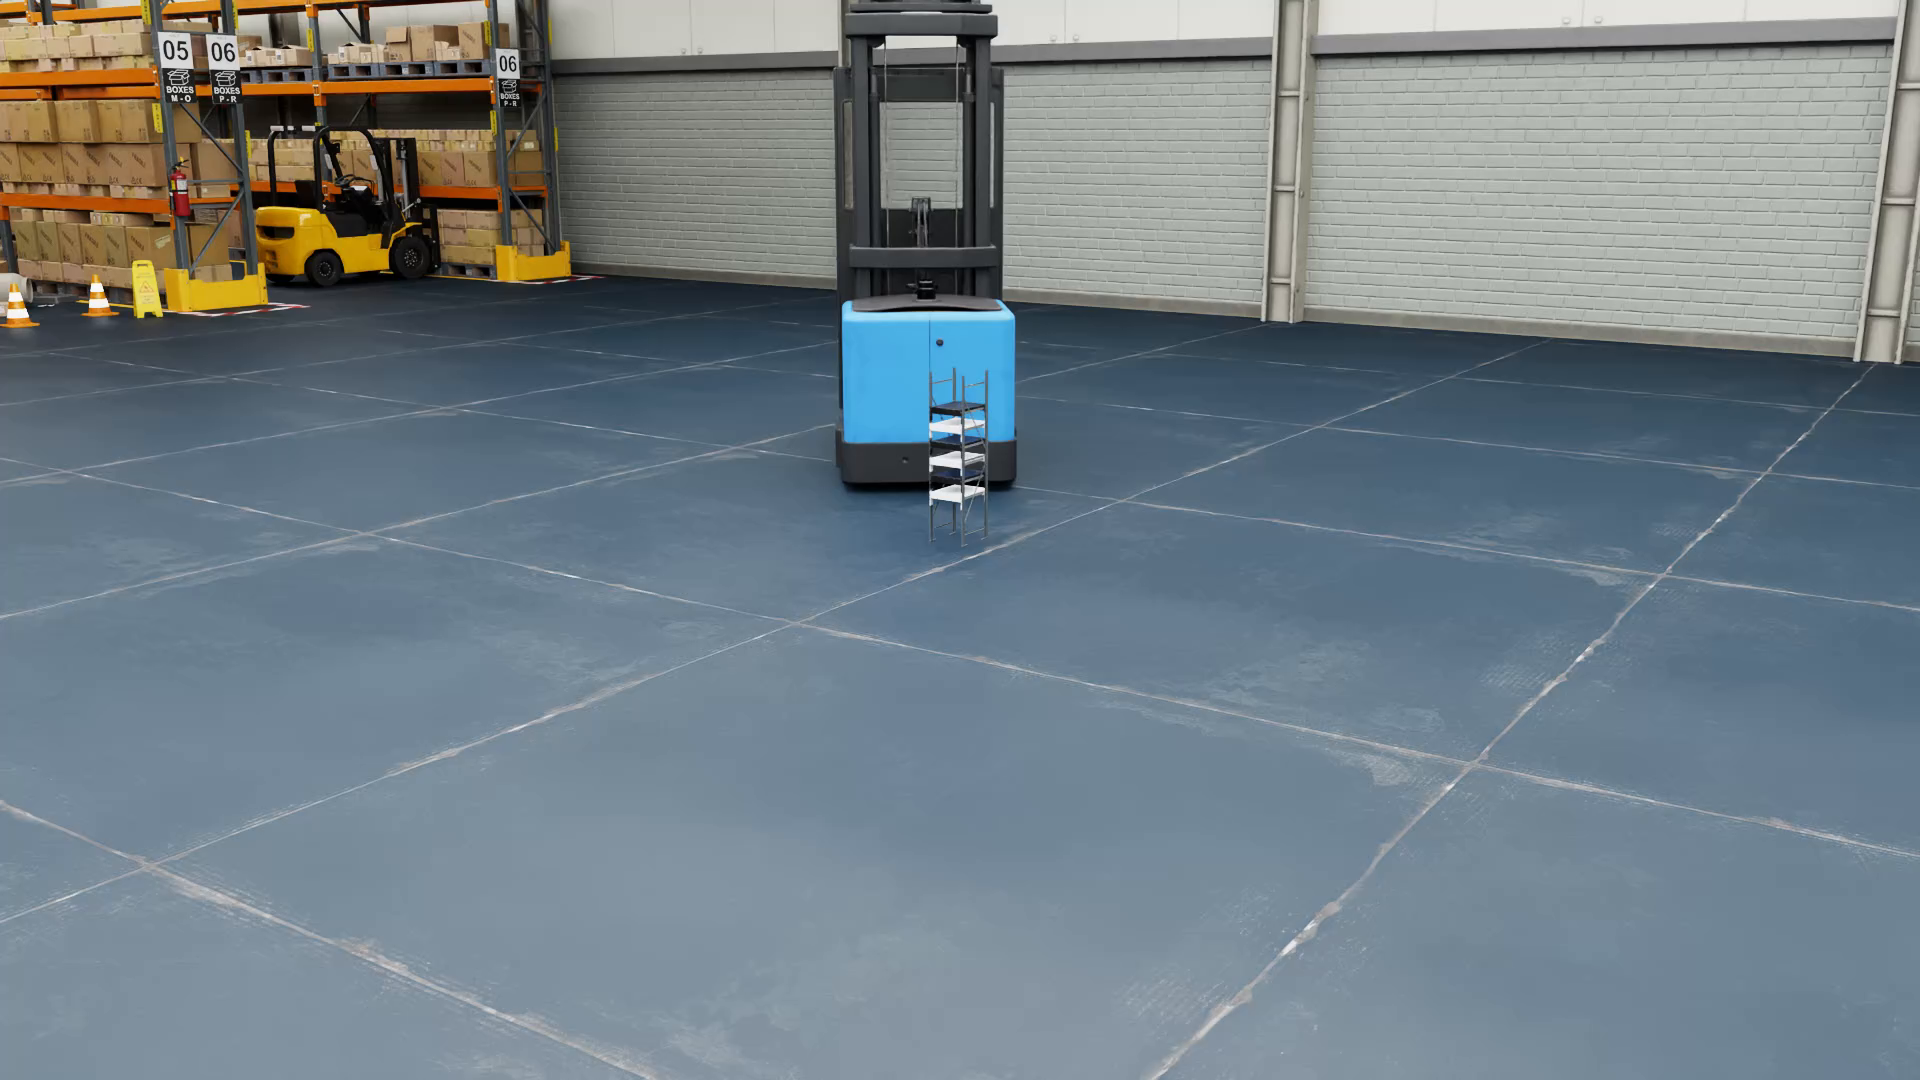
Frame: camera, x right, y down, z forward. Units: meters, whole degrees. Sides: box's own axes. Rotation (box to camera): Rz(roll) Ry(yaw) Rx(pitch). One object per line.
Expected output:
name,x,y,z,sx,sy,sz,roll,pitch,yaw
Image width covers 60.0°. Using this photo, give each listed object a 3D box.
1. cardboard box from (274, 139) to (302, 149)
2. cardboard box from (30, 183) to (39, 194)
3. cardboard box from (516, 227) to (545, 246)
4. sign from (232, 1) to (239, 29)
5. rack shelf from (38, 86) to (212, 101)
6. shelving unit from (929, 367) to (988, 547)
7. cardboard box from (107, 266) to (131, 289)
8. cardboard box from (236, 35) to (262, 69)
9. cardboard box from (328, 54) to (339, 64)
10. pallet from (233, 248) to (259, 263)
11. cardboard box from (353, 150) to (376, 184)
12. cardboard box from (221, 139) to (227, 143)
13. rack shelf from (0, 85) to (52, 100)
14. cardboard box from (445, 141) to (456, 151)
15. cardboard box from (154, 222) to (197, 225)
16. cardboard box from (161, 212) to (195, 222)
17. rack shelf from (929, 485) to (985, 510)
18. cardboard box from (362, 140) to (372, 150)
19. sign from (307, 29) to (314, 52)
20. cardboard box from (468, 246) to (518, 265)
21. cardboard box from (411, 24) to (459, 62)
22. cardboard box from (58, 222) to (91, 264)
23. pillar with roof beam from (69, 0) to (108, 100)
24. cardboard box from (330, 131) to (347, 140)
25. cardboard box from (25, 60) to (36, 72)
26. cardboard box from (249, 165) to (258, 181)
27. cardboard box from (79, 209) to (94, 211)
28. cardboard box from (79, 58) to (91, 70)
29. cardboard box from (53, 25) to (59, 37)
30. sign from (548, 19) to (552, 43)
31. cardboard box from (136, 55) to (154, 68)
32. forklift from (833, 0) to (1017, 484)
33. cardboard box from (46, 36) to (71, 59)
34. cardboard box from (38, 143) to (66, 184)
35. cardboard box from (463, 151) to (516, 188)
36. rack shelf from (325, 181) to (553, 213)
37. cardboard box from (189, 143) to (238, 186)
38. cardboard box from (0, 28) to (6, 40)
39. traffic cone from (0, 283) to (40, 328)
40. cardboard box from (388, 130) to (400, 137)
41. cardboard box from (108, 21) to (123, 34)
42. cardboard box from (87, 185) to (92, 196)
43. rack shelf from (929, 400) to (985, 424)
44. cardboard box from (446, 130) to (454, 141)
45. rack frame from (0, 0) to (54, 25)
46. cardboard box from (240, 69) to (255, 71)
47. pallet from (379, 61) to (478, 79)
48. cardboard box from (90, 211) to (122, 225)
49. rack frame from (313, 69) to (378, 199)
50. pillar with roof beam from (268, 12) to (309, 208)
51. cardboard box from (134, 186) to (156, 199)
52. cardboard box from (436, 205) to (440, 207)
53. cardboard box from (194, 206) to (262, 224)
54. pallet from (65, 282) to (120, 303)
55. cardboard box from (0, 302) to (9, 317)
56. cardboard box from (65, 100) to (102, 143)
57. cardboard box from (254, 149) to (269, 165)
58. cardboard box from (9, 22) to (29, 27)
cardboard box,-10.640,-6.268,26.343,0.250,0.149,0.380,9,16,31
cardboard box,-11.751,-4.548,21.477,0.250,0.149,0.380,9,17,33
cardboard box,-6.498,-4.500,24.565,0.500,0.250,0.500,10,17,34
sign,-8.688,-6.282,19.895,0.005,0.325,0.100,9,17,33
rack shelf,-14.521,-7.731,29.067,4.000,0.370,1.077,9,17,33
shelving unit,-0.007,-0.438,8.719,0.210,0.900,0.258,9,17,33
cardboard box,-10.237,-3.288,20.711,0.500,0.250,0.500,9,17,33
cardboard box,-11.552,-7.831,26.682,0.500,0.500,0.500,10,17,34
cardboard box,-9.340,-7.285,25.210,0.250,0.149,0.380,10,17,34
pallet,-11.192,-4.721,27.453,1.213,0.211,1.003,9,17,33
cardboard box,-8.879,-5.690,25.359,0.500,0.500,0.500,10,17,34
cardboard box,-11.863,-6.493,27.252,0.250,0.149,0.380,9,17,33
rack shelf,-13.969,-6.205,22.900,4.000,0.370,1.077,9,17,33
cardboard box,-7.277,-5.748,24.243,0.250,0.149,0.380,9,17,32
cardboard box,-9.962,-3.762,21.065,0.500,0.500,0.500,8,16,31
cardboard box,-13.333,-5.360,28.563,0.500,0.500,0.500,10,17,34
rack shelf,-0.007,-0.231,8.771,0.200,0.077,0.258,9,17,33
cardboard box,-8.814,-5.976,25.165,0.250,0.149,0.380,10,17,34
sign,-9.837,-7.570,25.188,0.005,0.325,0.100,9,17,33
cardboard box,-6.790,-4.152,24.203,0.500,0.250,0.500,9,17,33
cardboard box,-7.521,-7.208,24.167,0.500,0.500,0.700,9,17,33
cardboard box,-11.091,-3.790,21.180,0.500,0.500,0.500,10,17,36
pillar with roof beam,-18.658,-9.219,27.339,0.400,9.000,9.100,9,17,33
cardboard box,-9.444,-6.226,25.553,0.250,0.149,0.380,10,17,34
cardboard box,-11.549,-5.974,20.994,0.250,0.149,0.380,10,17,34
cardboard box,-11.355,-5.969,27.006,0.500,0.250,0.500,10,17,35
cardboard box,-15.458,-5.704,29.950,0.500,0.500,0.500,9,16,32
cardboard box,-10.490,-5.797,20.277,0.250,0.149,0.380,9,16,31
cardboard box,-10.895,-6.251,20.455,0.250,0.149,0.380,10,17,34
sign,-5.909,-7.312,23.892,0.005,0.325,0.100,9,17,33
cardboard box,-9.443,-5.619,19.561,0.250,0.149,0.380,9,17,33
forklift,-0.281,-2.061,11.051,1.130,2.935,3.031,-1,14,-4
cardboard box,-10.836,-6.039,20.428,0.500,0.250,0.500,9,17,33
cardboard box,-11.261,-4.775,21.044,0.500,0.500,0.500,9,17,32
cardboard box,-6.779,-5.345,23.966,0.500,0.500,0.500,9,16,32
rack shelf,-7.883,-5.202,25.093,4.000,0.370,1.077,9,17,33
cardboard box,-9.229,-4.605,20.356,0.500,0.500,0.500,9,16,32
cardboard box,-11.999,-6.414,21.113,0.250,0.149,0.380,10,17,34
traffic cone,-10.405,-2.595,18.344,0.334,0.463,0.336,9,17,33
cardboard box,-8.331,-6.069,24.919,0.250,0.149,0.380,9,17,33
cardboard box,-9.851,-6.074,19.737,0.250,0.149,0.380,9,16,32
cardboard box,-10.678,-4.388,20.828,0.250,0.149,0.380,9,17,33
rack shelf,-0.007,-0.668,8.663,0.200,0.077,0.258,9,17,33
cardboard box,-7.258,-5.902,24.245,0.250,0.149,0.380,9,17,33
rack frame,-12.310,-7.742,21.369,0.127,3.000,1.000,9,17,33
cardboard box,-12.118,-7.946,27.666,0.500,0.250,0.500,9,17,33
pallet,-7.812,-6.960,24.638,1.213,0.211,1.003,9,17,33
cardboard box,-10.568,-4.002,20.687,0.250,0.149,0.380,10,17,35
rack frame,-9.543,-5.820,26.090,0.127,3.000,1.000,9,17,33
pillar with roof beam,-13.680,-8.415,24.089,0.400,9.000,9.100,9,17,33
cardboard box,-9.693,-4.190,20.032,0.250,0.149,0.380,9,16,32
cardboard box,-8.185,-5.011,25.592,0.500,0.250,0.500,9,17,33
cardboard box,-12.352,-5.321,28.143,0.625,0.625,0.875,10,17,35
pallet,-10.716,-3.229,21.430,1.213,0.211,1.003,9,17,33
cardboard box,-11.205,-2.682,19.349,0.380,0.149,0.250,-7,15,-25
cardboard box,-10.433,-5.114,20.330,0.500,0.500,0.700,9,16,32
cardboard box,-10.945,-6.142,26.663,0.500,0.250,0.500,10,17,34
cardboard box,-12.990,-6.882,22.539,0.500,0.250,0.500,9,16,32
